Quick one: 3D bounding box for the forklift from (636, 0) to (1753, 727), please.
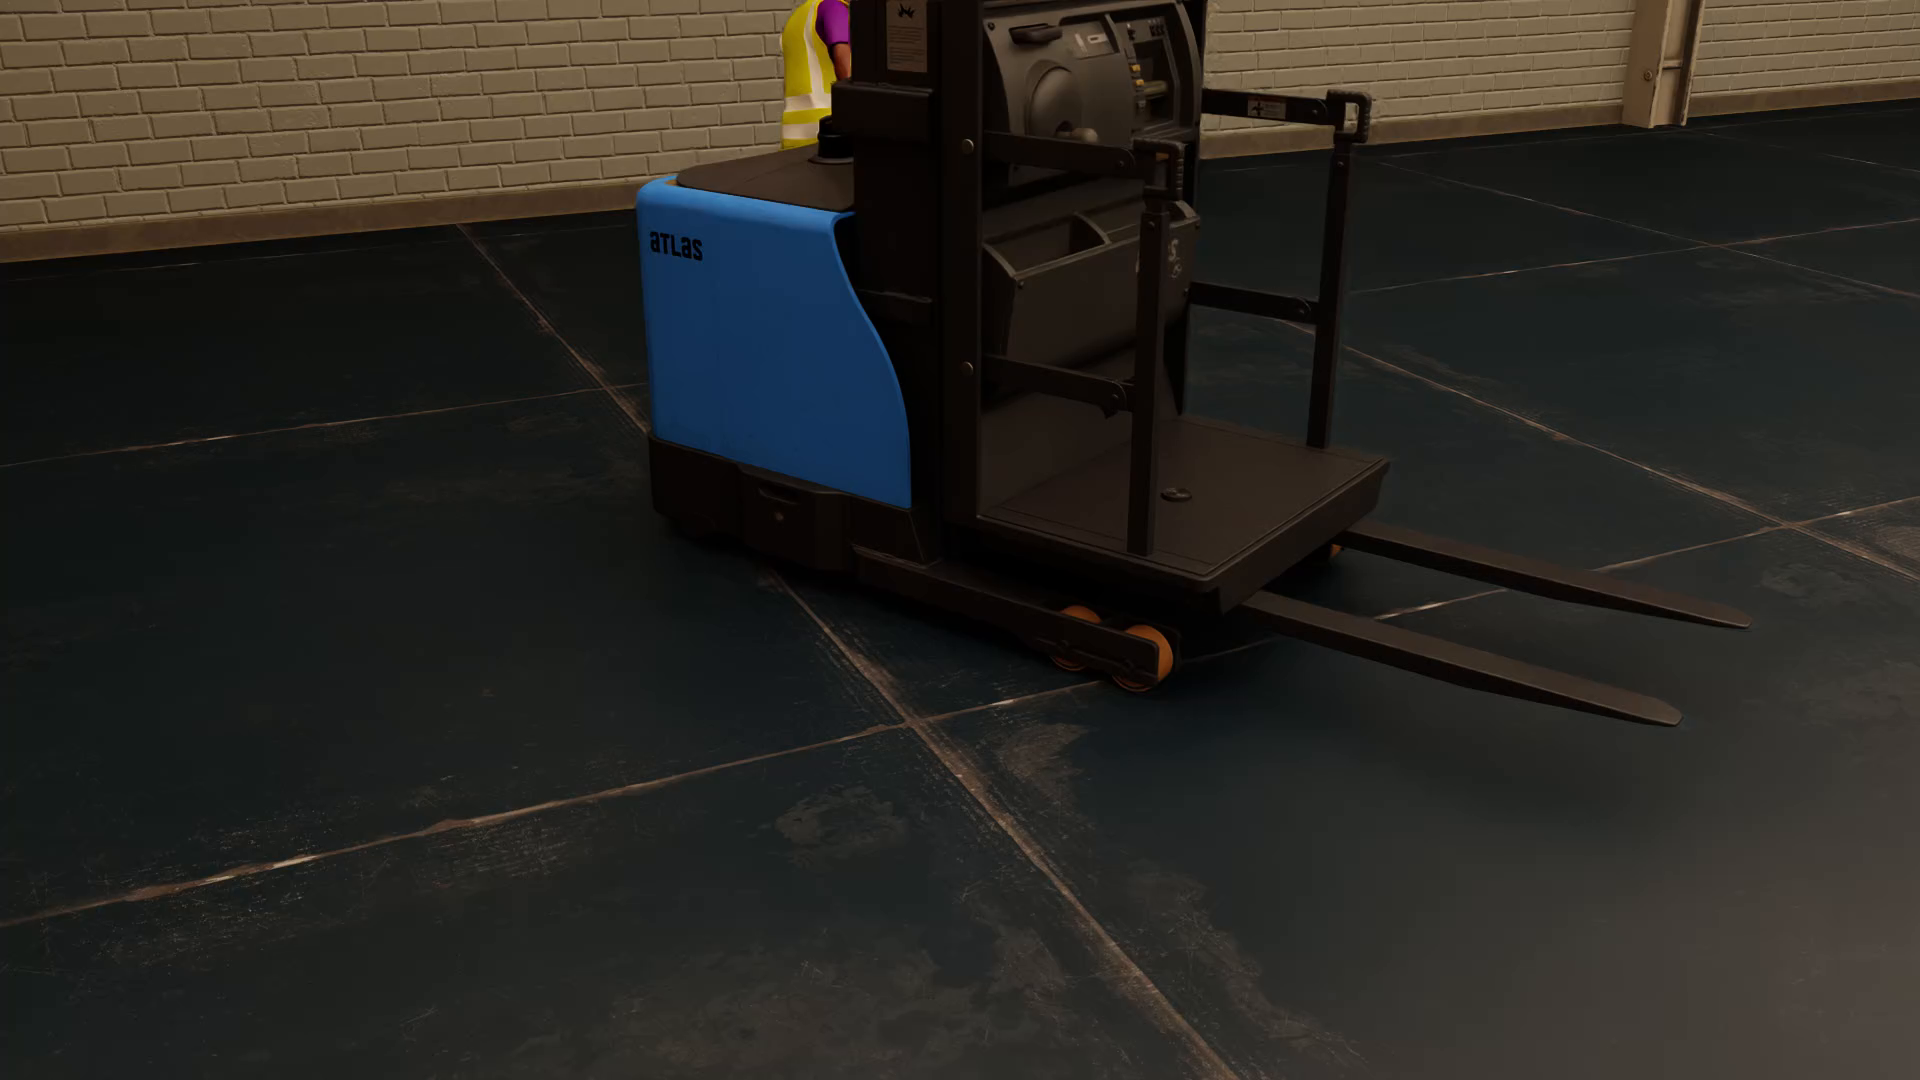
[{"bbox_3d":[0.528,-1.201,4.178,3.031,2.935,1.130,16,27,34],"label":"forklift"}]

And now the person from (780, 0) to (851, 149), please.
[{"bbox_3d":[-0.425,-1.814,7.388,0.816,1.599,0.806,18,29,37],"label":"person"}]
